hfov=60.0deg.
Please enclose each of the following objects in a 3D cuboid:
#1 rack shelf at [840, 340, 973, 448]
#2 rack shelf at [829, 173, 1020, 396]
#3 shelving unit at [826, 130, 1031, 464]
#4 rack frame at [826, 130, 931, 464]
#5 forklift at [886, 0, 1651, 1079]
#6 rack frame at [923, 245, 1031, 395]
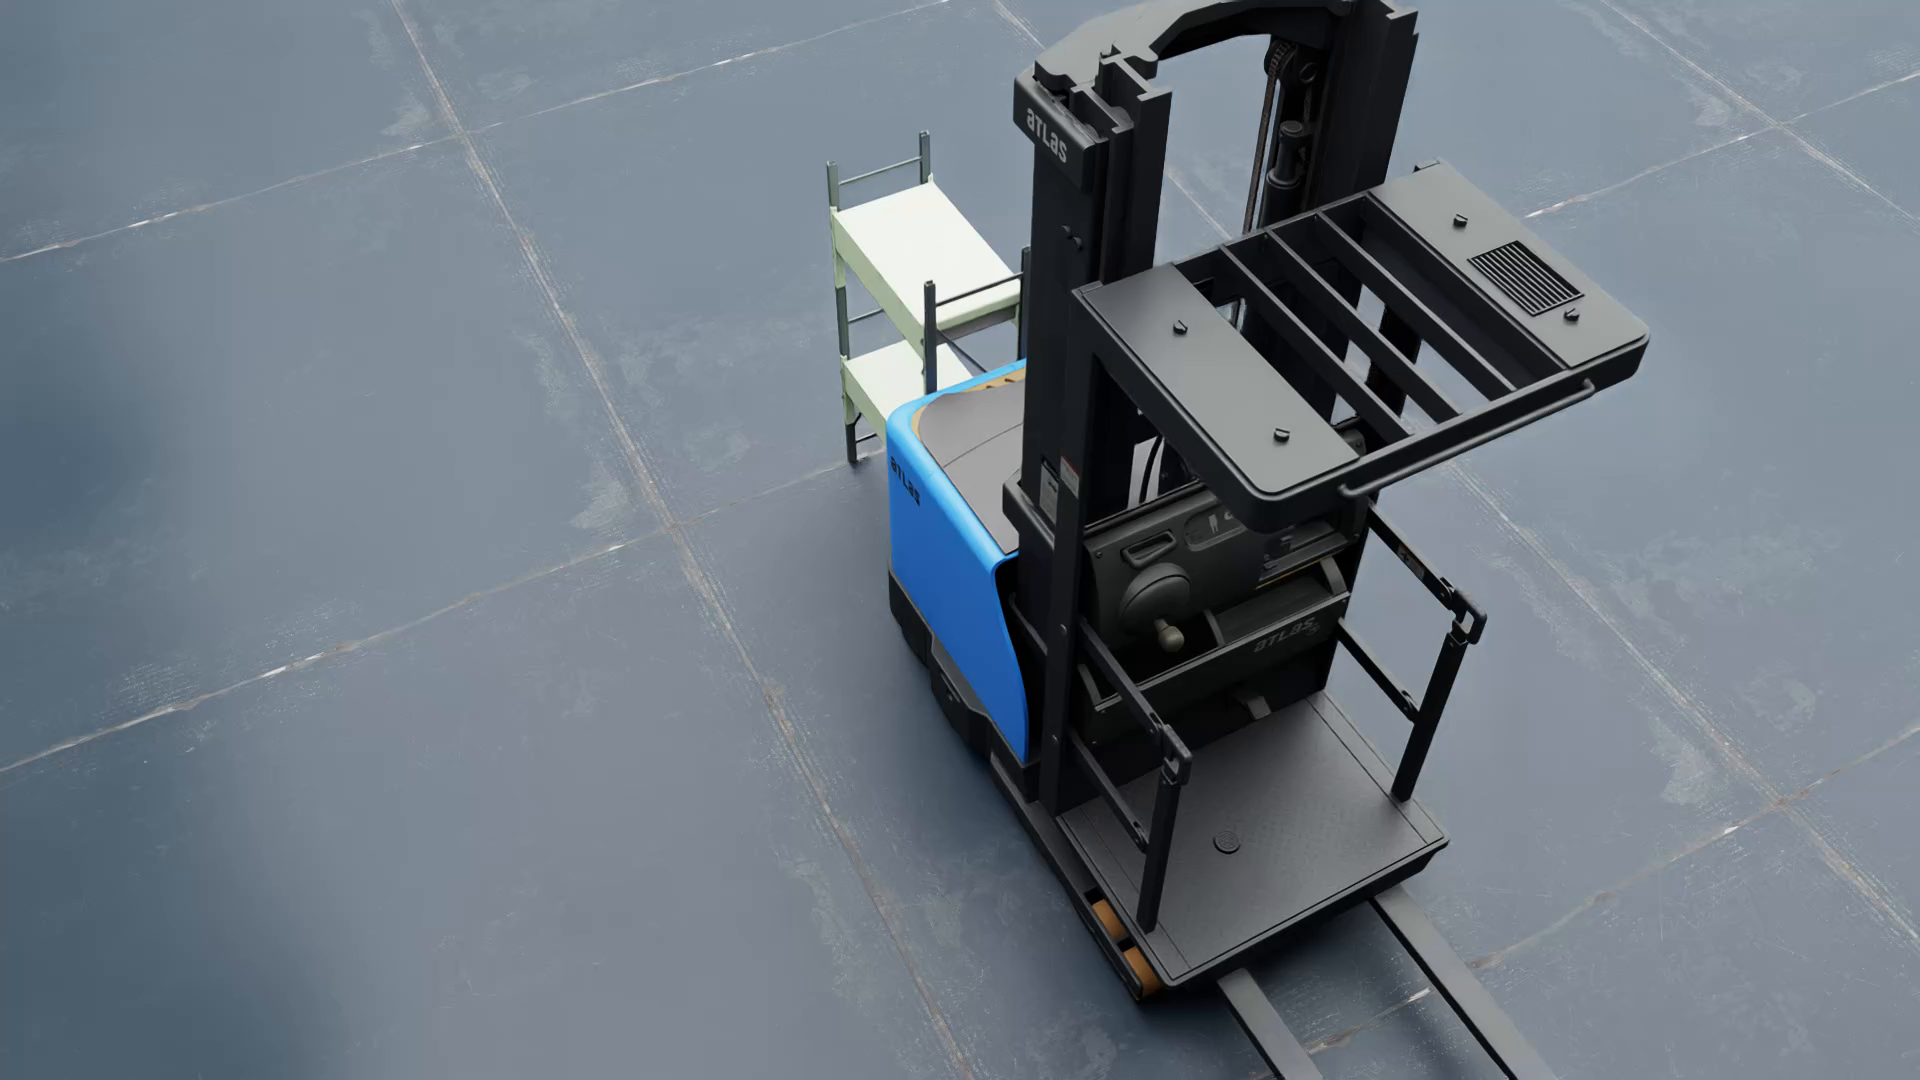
[{"bbox_3d":[-0.113,-0.432,6.457,0.431,0.370,0.720,-22,52,-18],"label":"rack shelf"},{"bbox_3d":[-0.113,-0.904,5.918,0.431,0.370,0.720,-22,52,-18],"label":"rack shelf"},{"bbox_3d":[-0.113,-0.647,6.212,0.431,1.500,0.755,-22,52,-18],"label":"shelving unit"},{"bbox_3d":[-0.287,-0.889,6.424,0.400,1.500,0.023,-22,52,-18],"label":"rack frame"},{"bbox_3d":[0.878,0.107,4.602,1.130,2.935,3.031,-22,52,-18],"label":"forklift"},{"bbox_3d":[0.062,-0.404,6.000,0.400,1.500,0.023,-22,52,-18],"label":"rack frame"}]
